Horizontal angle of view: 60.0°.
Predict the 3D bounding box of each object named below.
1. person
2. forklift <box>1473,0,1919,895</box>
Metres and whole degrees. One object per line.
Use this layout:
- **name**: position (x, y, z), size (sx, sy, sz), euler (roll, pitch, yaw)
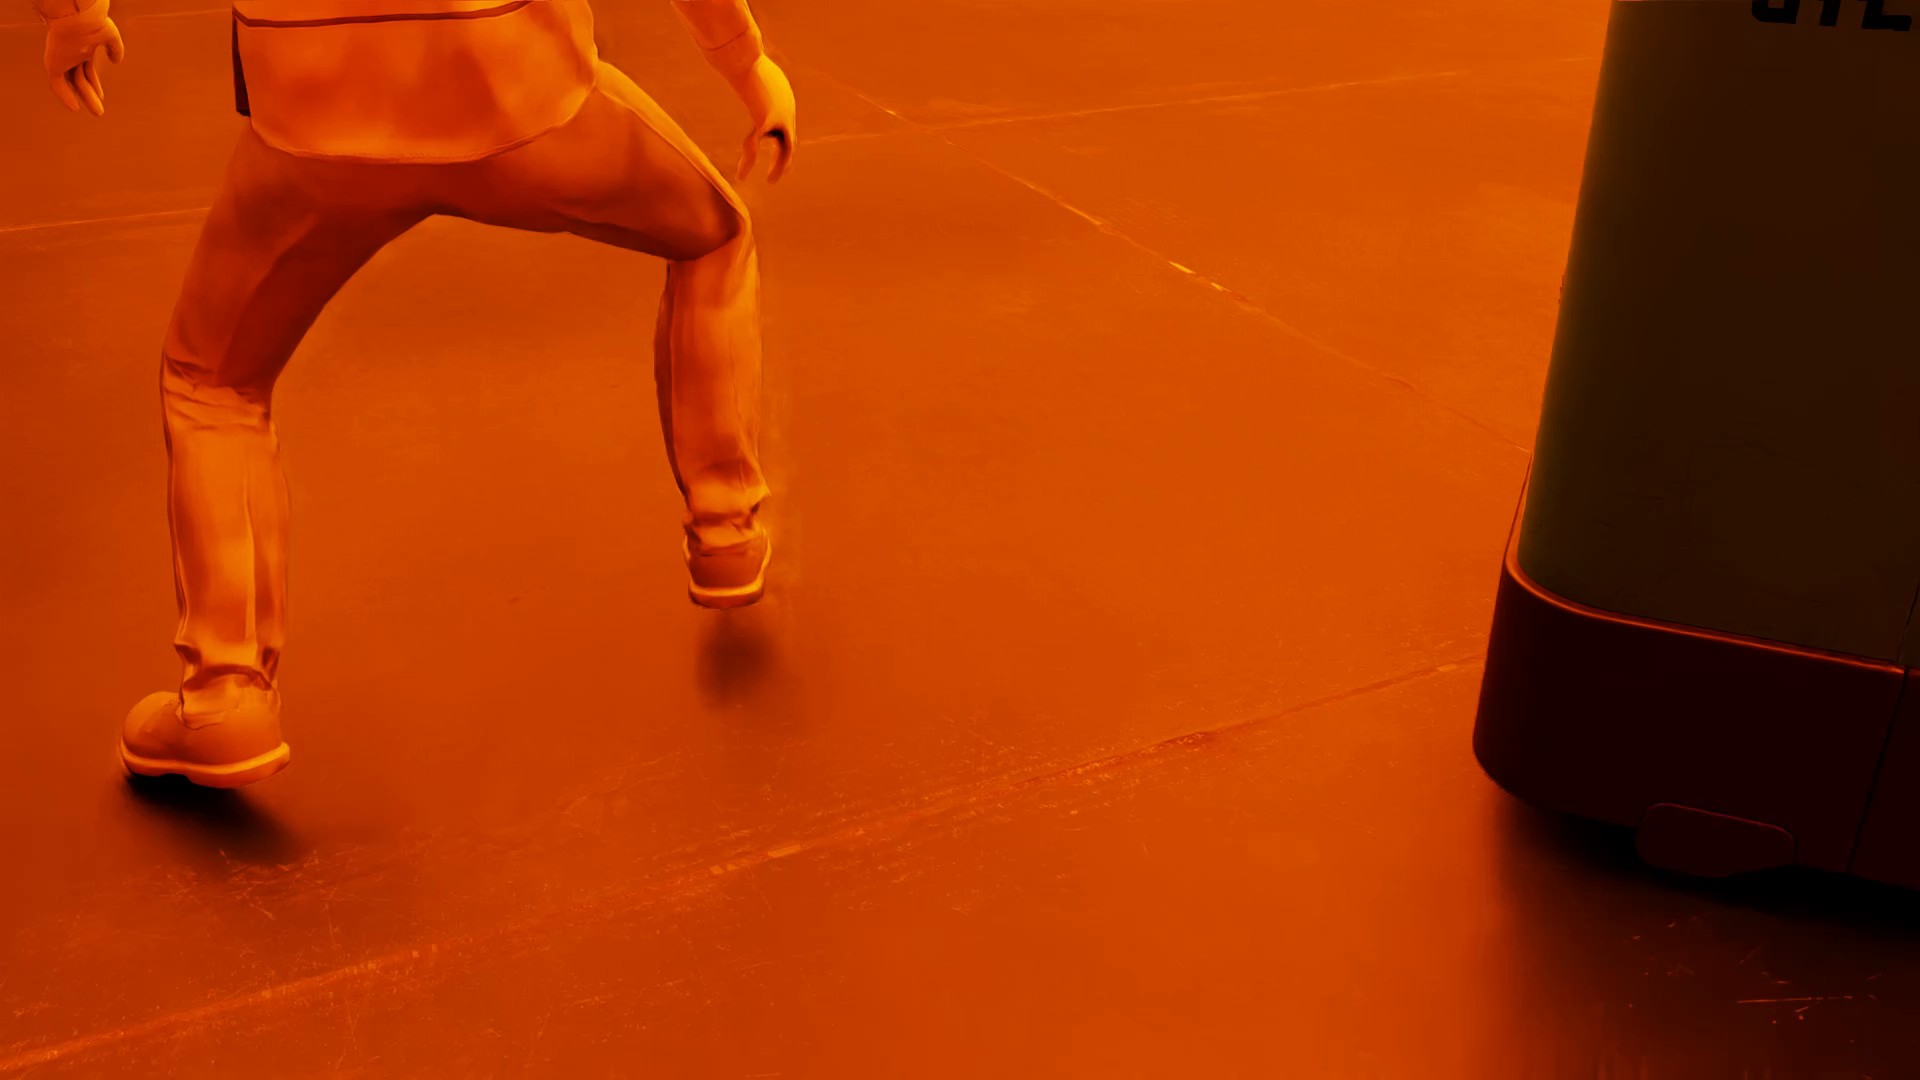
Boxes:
- **person**: position (-0.624, -0.506, 1.801), size (0.880, 1.511, 0.645), euler (-1, 27, -2)
- **forklift**: position (2.145, -0.921, 1.085), size (3.031, 2.935, 1.130), euler (11, 29, 20)
